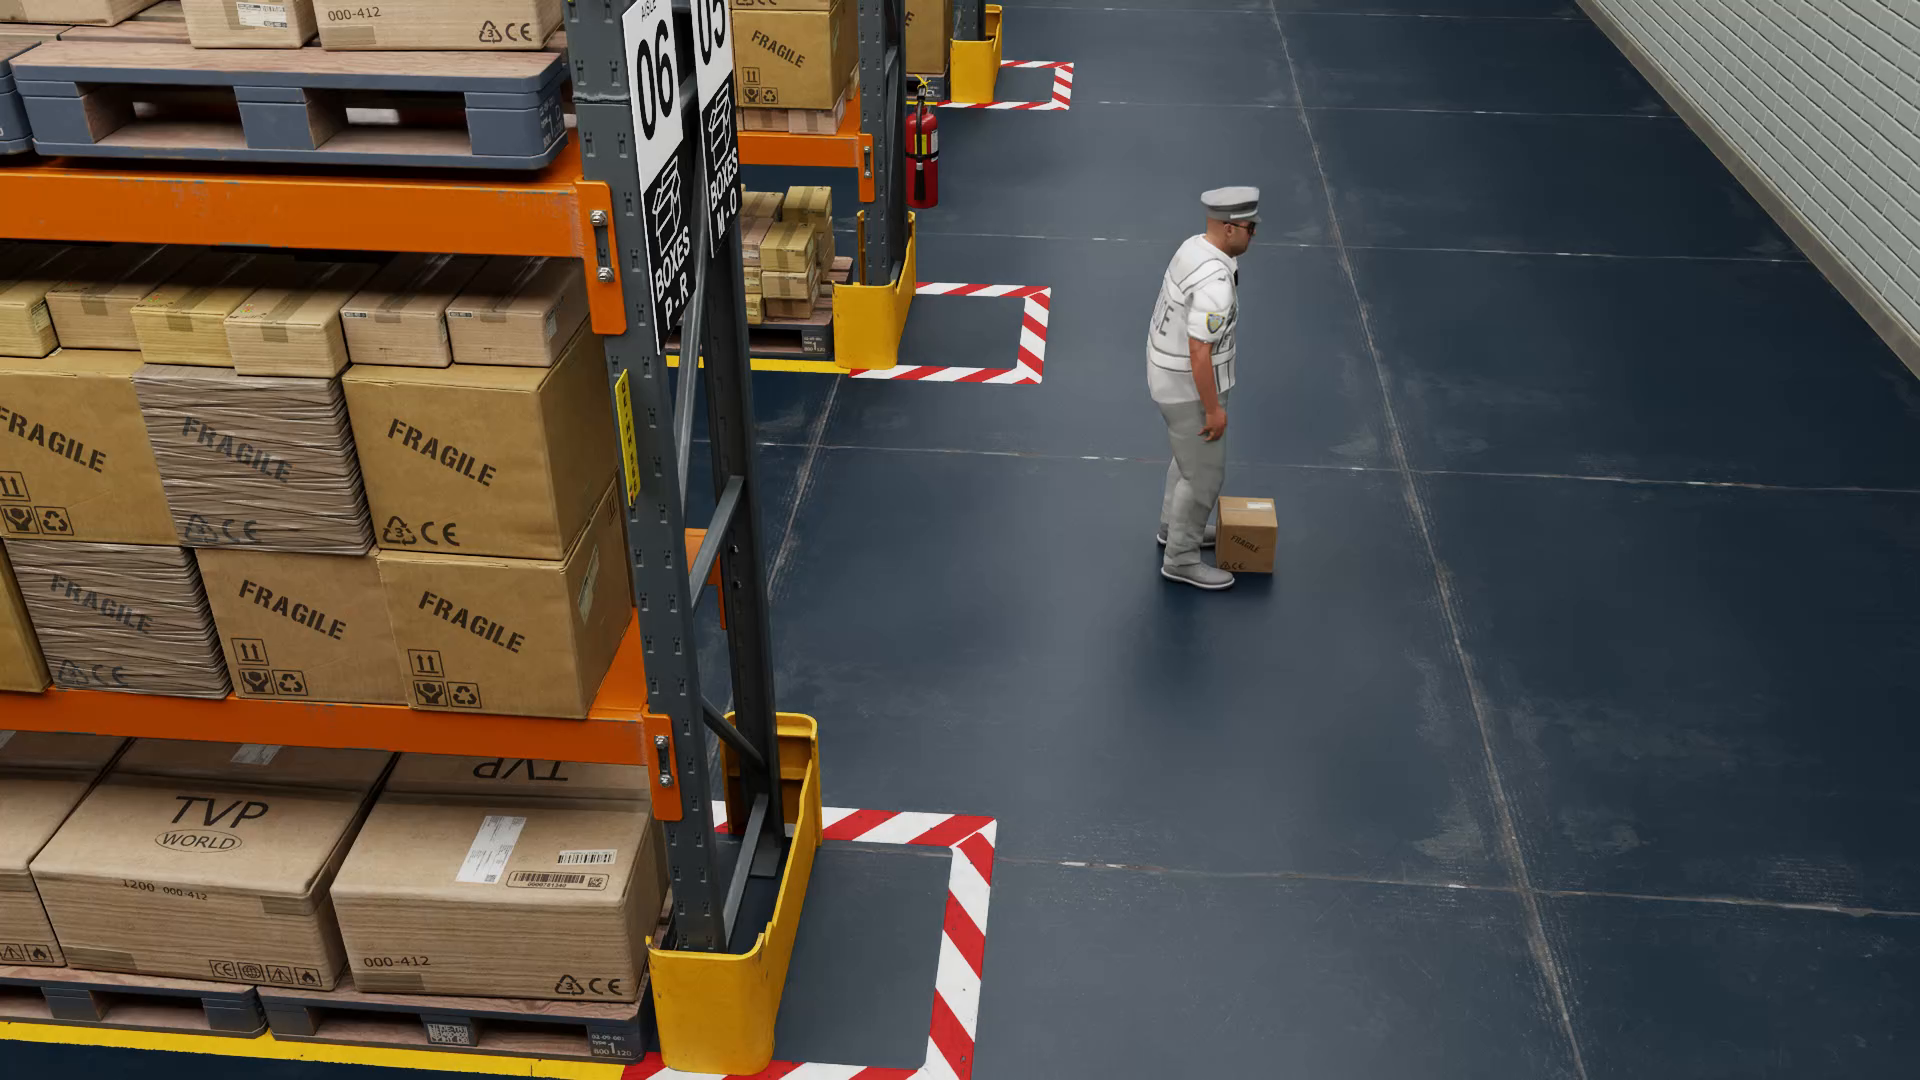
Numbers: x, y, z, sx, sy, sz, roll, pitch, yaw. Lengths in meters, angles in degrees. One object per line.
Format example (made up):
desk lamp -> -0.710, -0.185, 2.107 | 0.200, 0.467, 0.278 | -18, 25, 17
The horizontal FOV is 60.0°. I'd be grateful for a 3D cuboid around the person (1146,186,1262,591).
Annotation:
person -> 1.027, -0.672, 7.215 | 0.437, 1.747, 0.603 | 1, 32, 1
